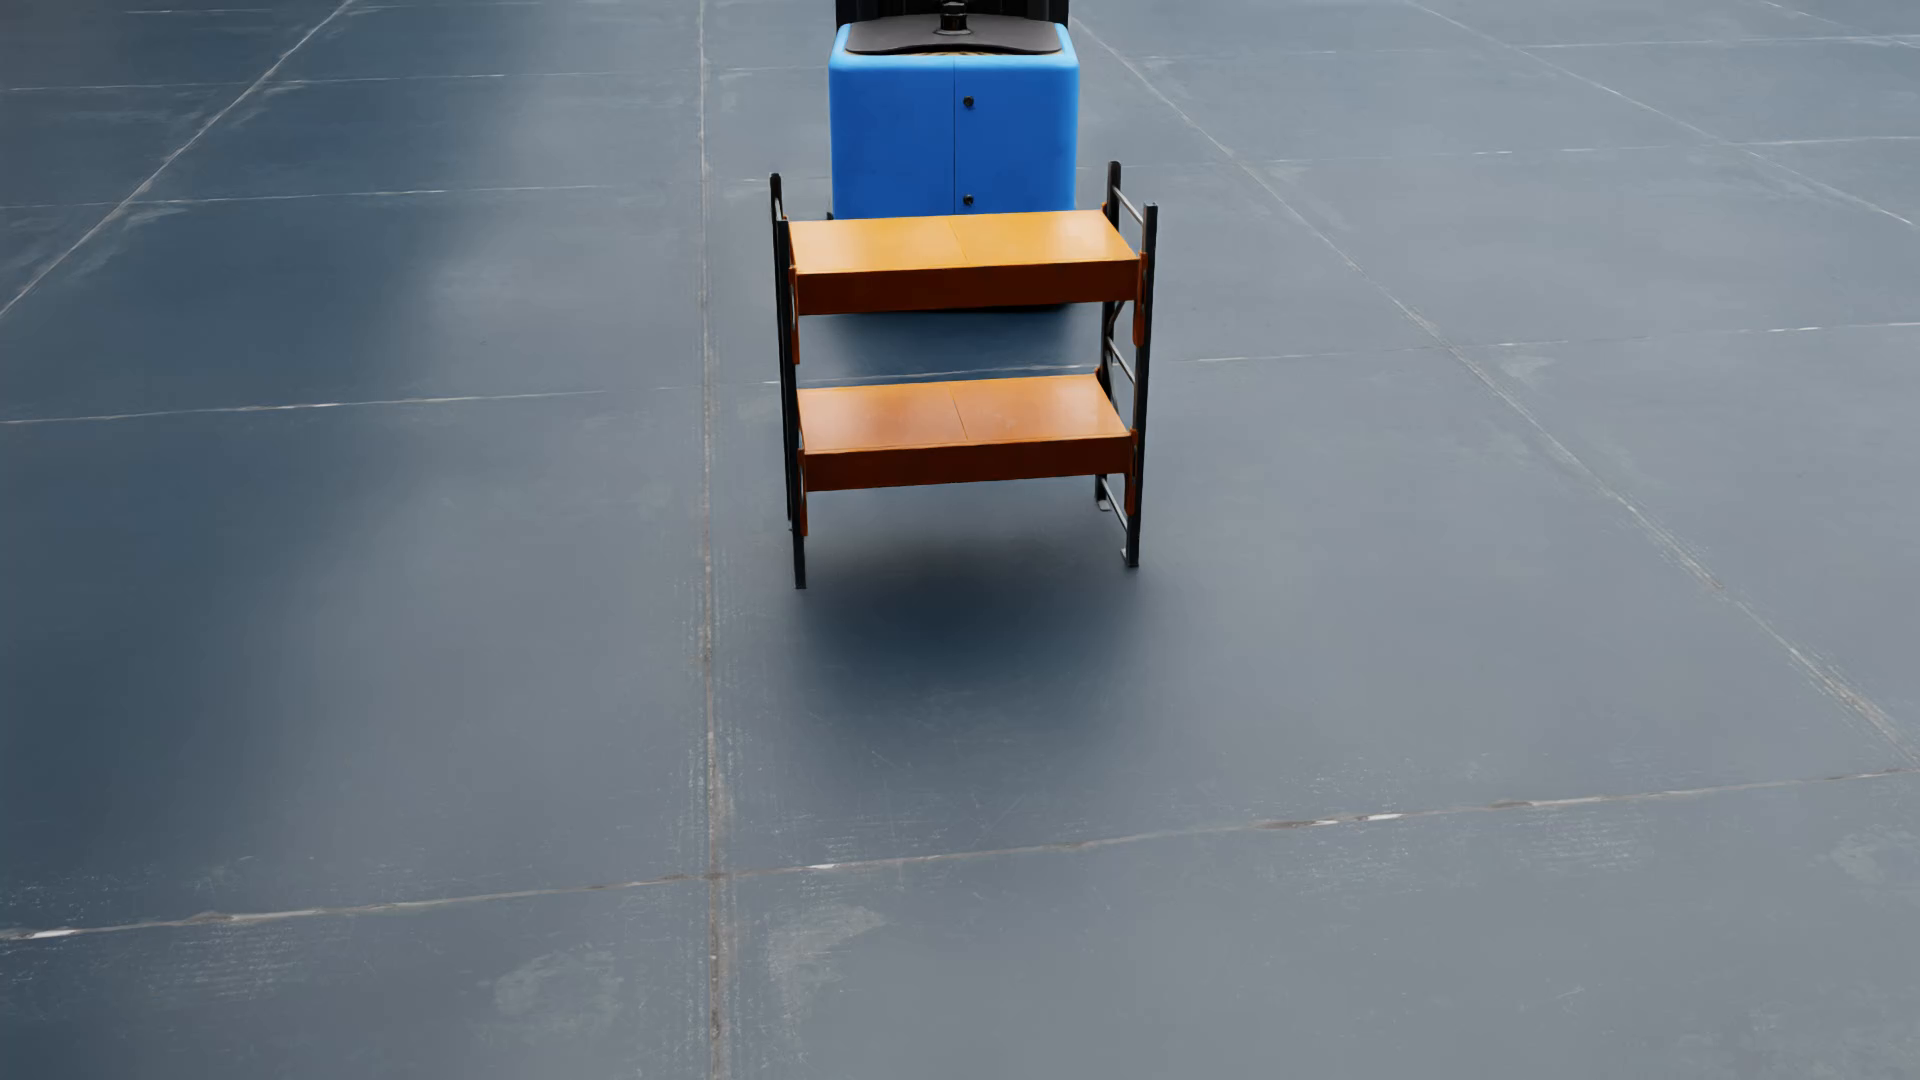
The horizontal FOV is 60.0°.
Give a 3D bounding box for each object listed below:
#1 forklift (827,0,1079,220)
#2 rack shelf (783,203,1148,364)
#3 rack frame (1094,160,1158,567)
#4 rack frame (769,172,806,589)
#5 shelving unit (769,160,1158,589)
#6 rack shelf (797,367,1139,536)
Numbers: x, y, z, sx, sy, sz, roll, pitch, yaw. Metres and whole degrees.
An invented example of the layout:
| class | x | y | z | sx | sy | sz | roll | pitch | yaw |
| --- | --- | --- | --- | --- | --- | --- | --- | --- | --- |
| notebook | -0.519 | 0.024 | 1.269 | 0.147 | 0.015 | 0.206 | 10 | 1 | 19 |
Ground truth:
| class | x | y | z | sx | sy | sz | roll | pitch | yaw |
| --- | --- | --- | --- | --- | --- | --- | --- | --- | --- |
| forklift | -0.040 | -2.961 | 7.811 | 1.130 | 2.935 | 3.031 | 0 | 27 | -1 |
| rack shelf | -0.007 | -0.760 | 4.859 | 1.000 | 0.278 | 0.538 | -4 | 27 | -7 |
| rack frame | 0.497 | -0.532 | 5.055 | 0.032 | 1.125 | 0.500 | -4 | 27 | -7 |
| rack frame | -0.510 | -0.468 | 4.929 | 0.032 | 1.125 | 0.500 | -4 | 27 | -7 |
| shelving unit | -0.007 | -0.500 | 4.992 | 1.048 | 1.125 | 0.538 | -4 | 27 | -7 |
| rack shelf | -0.007 | -0.282 | 5.104 | 1.000 | 0.278 | 0.538 | -4 | 27 | -7 |
